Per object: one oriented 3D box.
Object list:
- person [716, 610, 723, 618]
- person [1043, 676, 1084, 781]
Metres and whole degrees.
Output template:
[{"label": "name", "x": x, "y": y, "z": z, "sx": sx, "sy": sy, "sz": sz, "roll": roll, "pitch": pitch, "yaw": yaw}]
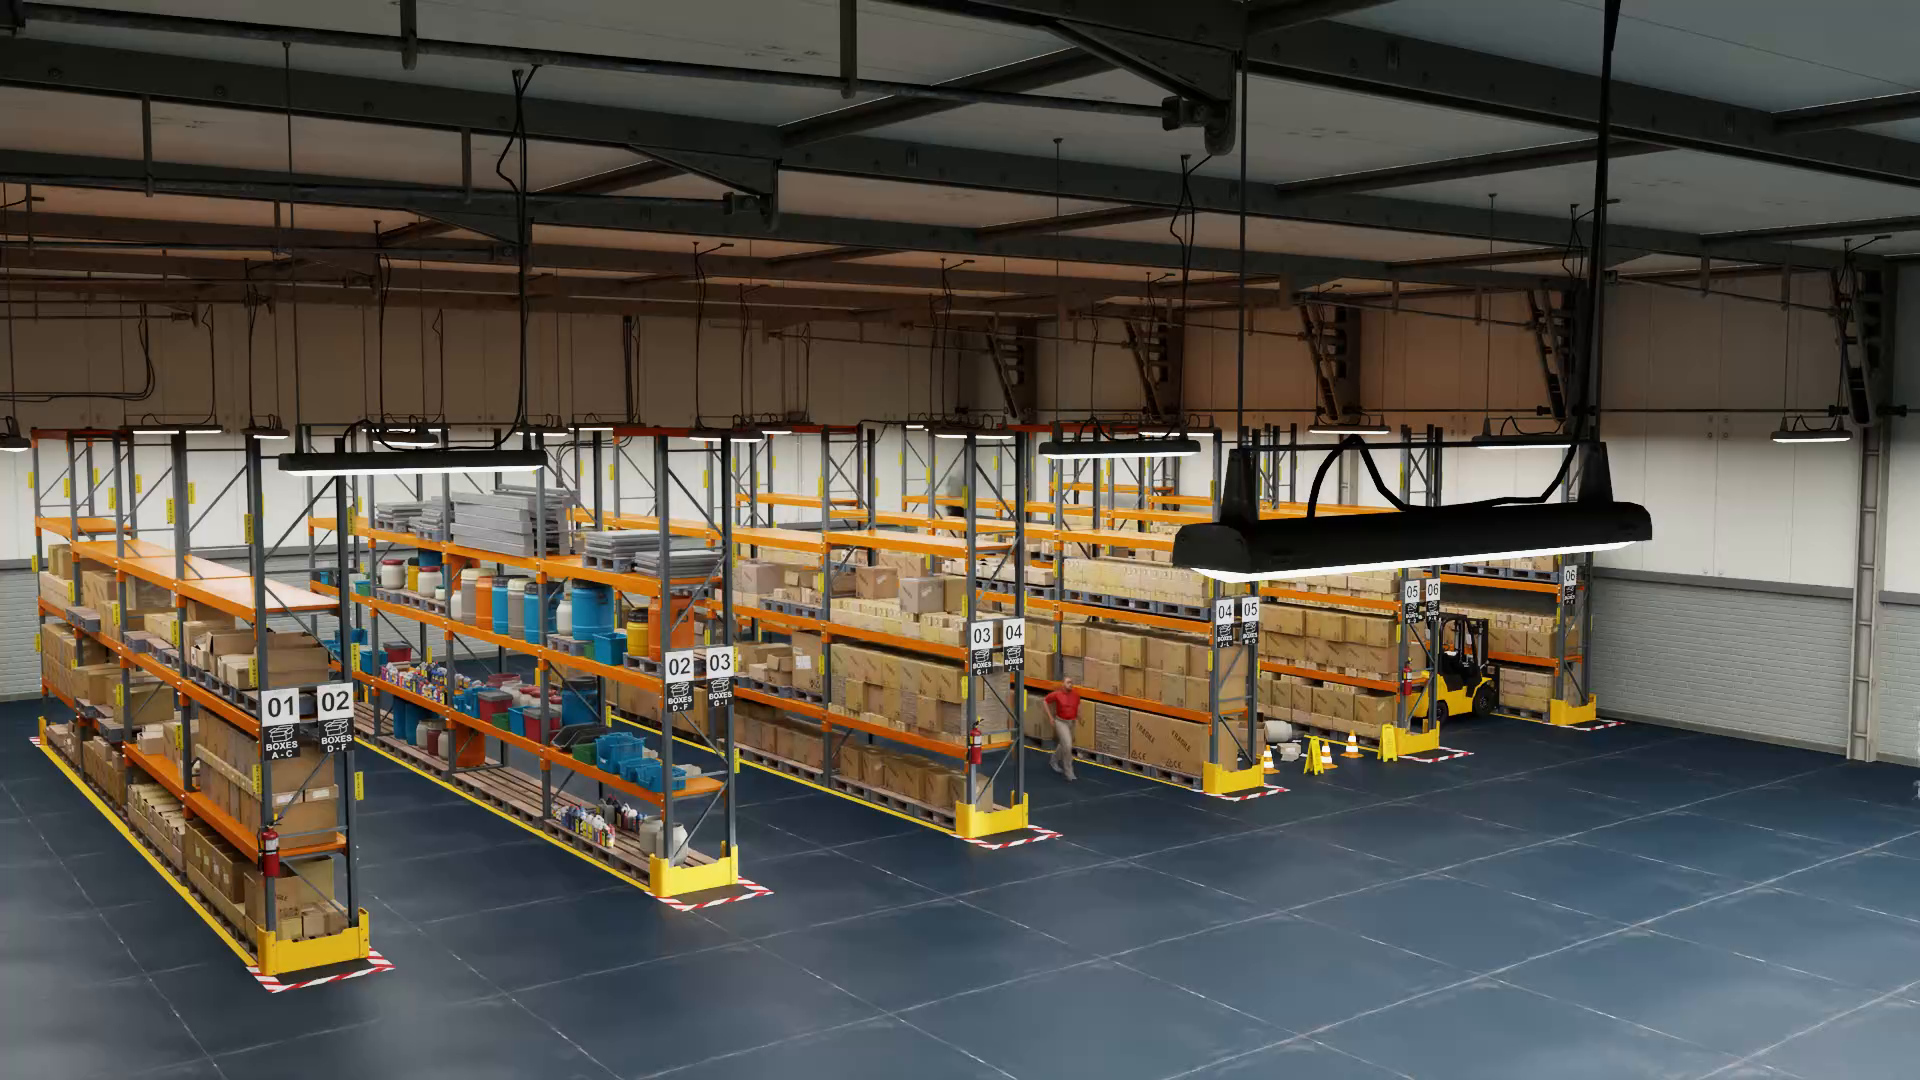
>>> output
[{"label": "person", "x": -6.091, "y": 2.245, "z": 41.454, "sx": 0.891, "sy": 1.612, "sz": 0.616, "roll": -1, "pitch": 5, "yaw": -11}, {"label": "person", "x": 1.818, "y": 3.224, "z": 28.688, "sx": 0.650, "sy": 1.773, "sz": 0.830, "roll": -4, "pitch": 6, "yaw": -39}]
